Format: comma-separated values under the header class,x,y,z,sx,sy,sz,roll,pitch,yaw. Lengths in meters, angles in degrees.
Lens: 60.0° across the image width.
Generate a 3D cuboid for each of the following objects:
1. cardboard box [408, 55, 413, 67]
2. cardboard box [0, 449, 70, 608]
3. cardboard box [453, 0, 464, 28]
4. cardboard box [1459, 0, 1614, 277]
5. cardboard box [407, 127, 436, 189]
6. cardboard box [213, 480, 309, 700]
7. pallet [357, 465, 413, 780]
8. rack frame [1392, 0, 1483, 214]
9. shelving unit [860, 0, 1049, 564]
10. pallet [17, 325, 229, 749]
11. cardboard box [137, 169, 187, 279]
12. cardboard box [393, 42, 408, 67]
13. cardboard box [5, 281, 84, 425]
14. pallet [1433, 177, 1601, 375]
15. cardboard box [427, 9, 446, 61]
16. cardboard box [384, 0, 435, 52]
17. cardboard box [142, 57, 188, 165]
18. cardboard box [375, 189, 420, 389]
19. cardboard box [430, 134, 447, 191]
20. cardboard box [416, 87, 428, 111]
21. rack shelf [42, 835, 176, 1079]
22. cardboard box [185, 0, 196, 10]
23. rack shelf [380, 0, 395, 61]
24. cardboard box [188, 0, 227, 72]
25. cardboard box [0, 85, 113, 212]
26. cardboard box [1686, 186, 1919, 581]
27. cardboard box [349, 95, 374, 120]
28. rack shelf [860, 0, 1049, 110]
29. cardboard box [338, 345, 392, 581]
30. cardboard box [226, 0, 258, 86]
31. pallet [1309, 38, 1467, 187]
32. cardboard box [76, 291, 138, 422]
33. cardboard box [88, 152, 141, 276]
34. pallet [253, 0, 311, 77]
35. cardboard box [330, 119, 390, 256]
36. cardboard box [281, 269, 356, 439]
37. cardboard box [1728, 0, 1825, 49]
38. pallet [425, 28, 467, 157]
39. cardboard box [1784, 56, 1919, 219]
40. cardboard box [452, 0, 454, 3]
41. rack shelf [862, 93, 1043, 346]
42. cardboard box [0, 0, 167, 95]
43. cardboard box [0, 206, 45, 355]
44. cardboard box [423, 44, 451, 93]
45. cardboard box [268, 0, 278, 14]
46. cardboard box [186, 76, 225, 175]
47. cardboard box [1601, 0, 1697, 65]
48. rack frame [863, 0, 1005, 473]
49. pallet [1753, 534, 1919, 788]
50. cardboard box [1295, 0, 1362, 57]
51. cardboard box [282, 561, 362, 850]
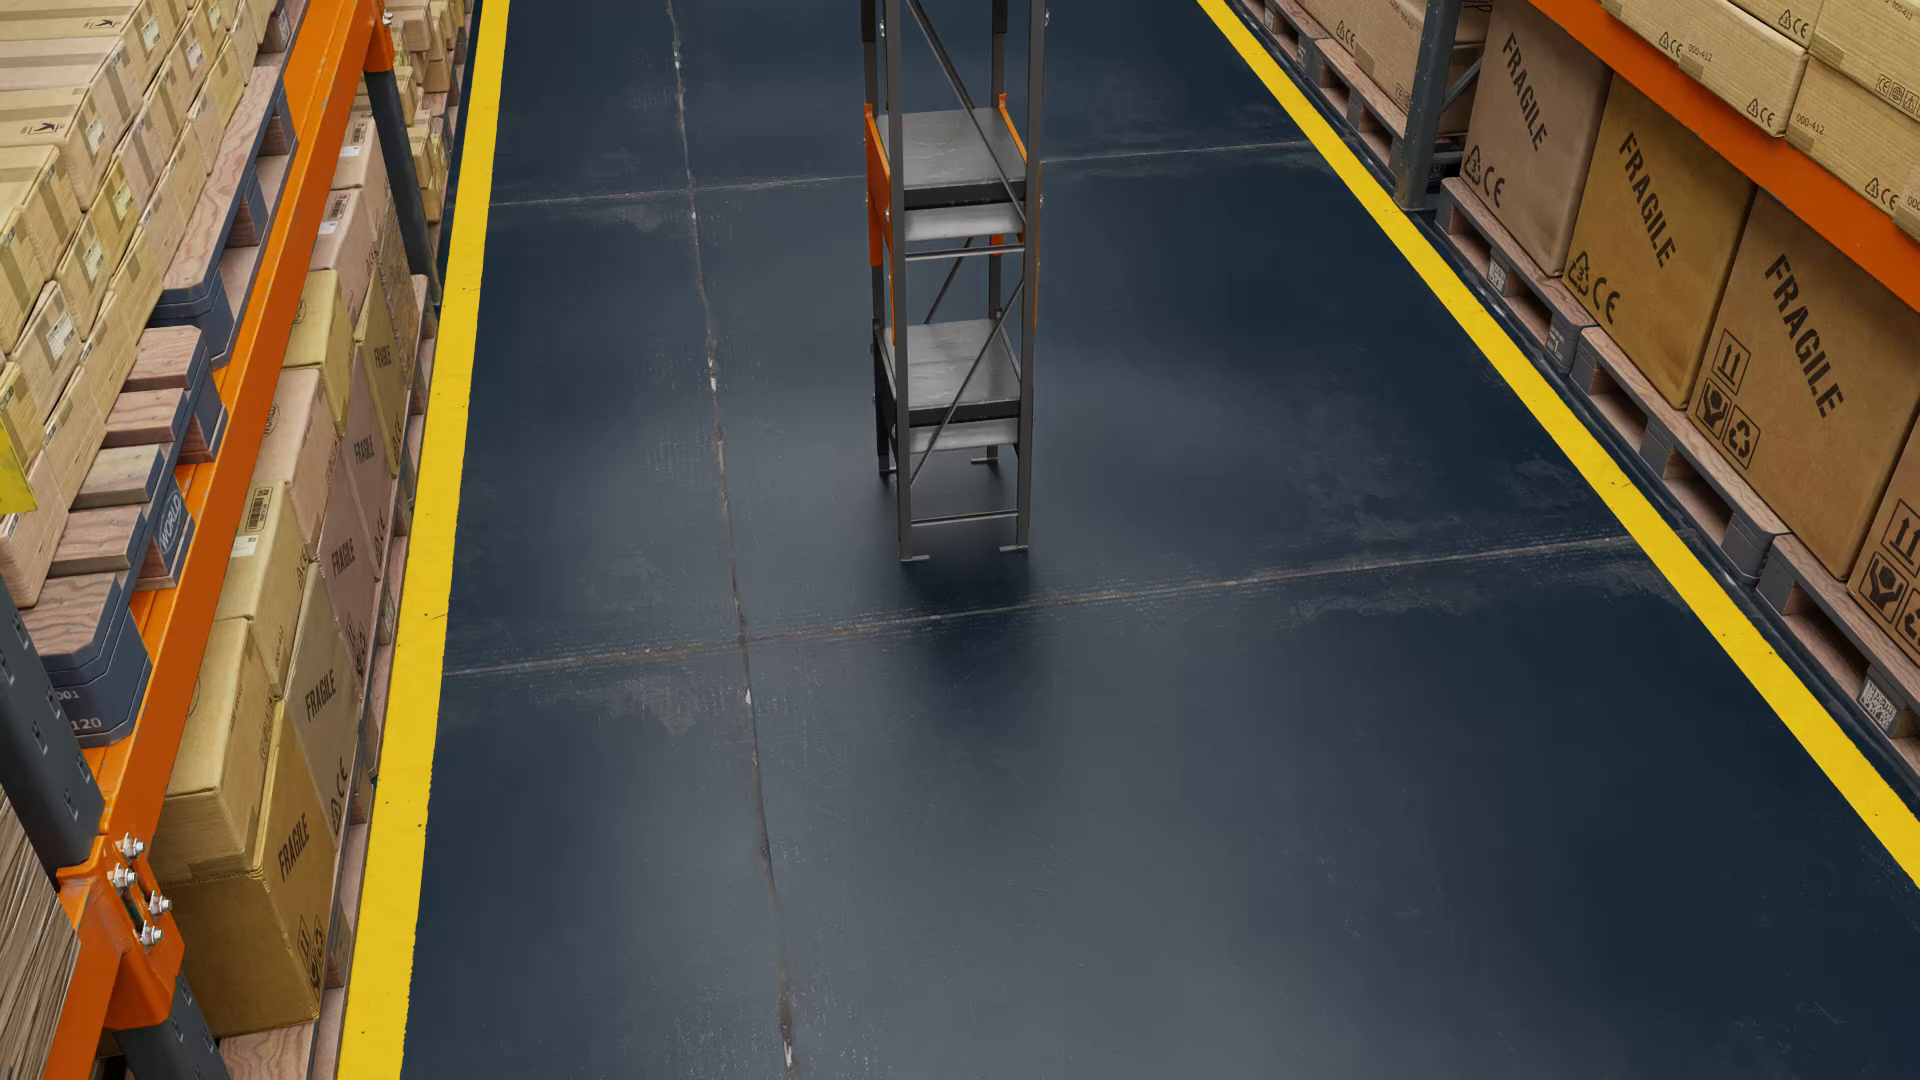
class,x,y,z,sx,sy,sz,roll,pitch,yaw
cardboard box,-2.506,-1.920,7.016,0.380,0.149,0.250,-8,39,-10
cardboard box,-1.681,-0.002,2.671,0.380,0.149,0.250,-7,38,-9
cardboard box,-2.637,-2.612,8.149,0.380,0.149,0.250,-8,39,-10
cardboard box,2.541,-1.614,6.272,0.875,0.875,0.875,-5,38,-7
cardboard box,-2.251,-1.471,6.437,0.380,0.149,0.250,-5,38,-6
cardboard box,-1.772,0.133,3.718,0.500,0.250,0.500,-7,38,-9
pallet,-2.147,0.250,4.756,1.003,0.211,1.213,-6,38,-8
rack frame,2.354,-2.653,6.220,1.000,3.000,0.127,-6,38,-8
shelving unit,-0.029,-0.929,4.735,0.431,2.100,0.503,-6,38,-8
pallet,-2.031,0.013,2.945,1.213,0.211,1.003,-6,38,-8
cardboard box,-1.873,-0.651,3.505,0.380,0.149,0.250,-5,38,-6
cardboard box,-2.441,-1.885,6.728,0.380,0.149,0.250,-7,38,-9
cardboard box,-1.738,-0.305,2.818,0.380,0.149,0.250,-4,38,-6
pallet,2.563,-1.094,6.486,1.003,0.211,1.213,-6,38,-8
cardboard box,-2.513,-2.248,7.438,0.380,0.149,0.250,-7,38,-8
cardboard box,-2.474,-2.203,7.137,0.380,0.149,0.250,-5,38,-7
cardboard box,-1.915,-0.919,3.608,0.380,0.149,0.250,-7,38,-8
cardboard box,-2.124,-0.819,5.554,0.500,0.500,0.500,-7,38,-9
cardboard box,-2.296,-1.515,6.737,0.380,0.149,0.250,-5,38,-7
cardboard box,-2.485,-1.807,7.113,0.380,0.149,0.250,-7,38,-9
rack shelf,-1.450,1.848,1.012,1.077,0.370,4.000,-6,38,-8
cardboard box,-2.012,-1.353,3.924,0.380,0.149,0.250,-8,39,-10
rack shelf,-2.853,-2.984,7.232,1.077,0.370,4.000,-6,38,-8
cardboard box,-2.003,-1.229,4.007,0.380,0.149,0.250,-6,38,-8
cardboard box,-1.825,-0.716,3.104,0.380,0.149,0.250,-8,39,-10
cardboard box,2.863,-0.529,4.876,0.875,0.875,0.875,-6,38,-7
cardboard box,-2.359,-1.565,6.316,0.380,0.149,0.250,-5,38,-6
rack shelf,-0.029,-1.471,4.313,0.431,0.518,0.480,-6,38,-8
cardboard box,-1.949,-0.198,4.756,0.500,0.500,0.500,-7,38,-9
cardboard box,-2.052,-1.281,4.317,0.380,0.149,0.250,-8,39,-10
pallet,2.297,-2.020,7.678,1.003,0.211,1.213,-6,38,-8
cardboard box,-1.775,-0.327,3.089,0.380,0.149,0.250,-4,38,-6
cardboard box,-1.832,-0.618,3.221,0.380,0.149,0.250,-6,38,-8
pallet,-2.511,-1.507,4.901,1.003,0.211,1.213,-6,38,-8
cardboard box,-2.123,-1.112,5.320,0.500,0.250,0.500,-7,38,-9
cardboard box,-1.939,-0.482,4.510,0.500,0.250,0.500,-8,39,-10
cardboard box,2.425,-1.571,4.541,0.500,0.250,0.500,-7,38,-9
pallet,-2.872,-2.099,7.780,1.003,0.211,1.213,-6,38,-8
cardboard box,2.533,-1.068,4.302,0.500,0.250,0.500,-7,38,-8
cardboard box,-2.607,-2.563,7.843,0.380,0.149,0.250,-4,38,-6
rack shelf,-0.029,-0.918,4.743,0.431,0.518,0.480,-6,38,-8
cardboard box,-1.923,-1.039,3.520,0.380,0.149,0.250,-5,38,-7
cardboard box,-1.741,-0.407,2.707,0.380,0.149,0.250,-7,38,-9
cardboard box,-2.517,-2.134,7.533,0.380,0.149,0.250,-7,38,-9
cardboard box,-2.150,-1.600,4.727,0.380,0.149,0.250,-6,38,-8
cardboard box,-1.959,-0.960,3.904,0.380,0.149,0.250,-7,38,-9
cardboard box,2.337,-1.676,5.085,0.500,0.250,0.500,-7,38,-8
rack frame,-0.072,-1.077,4.924,0.400,2.100,0.015,-6,38,-8
pallet,2.991,0.380,4.589,1.003,0.211,1.213,-6,38,-8
cardboard box,2.192,-2.739,8.076,0.875,0.438,0.875,-7,38,-9
cardboard box,-1.765,0.420,3.960,0.500,0.500,0.500,-6,38,-7
